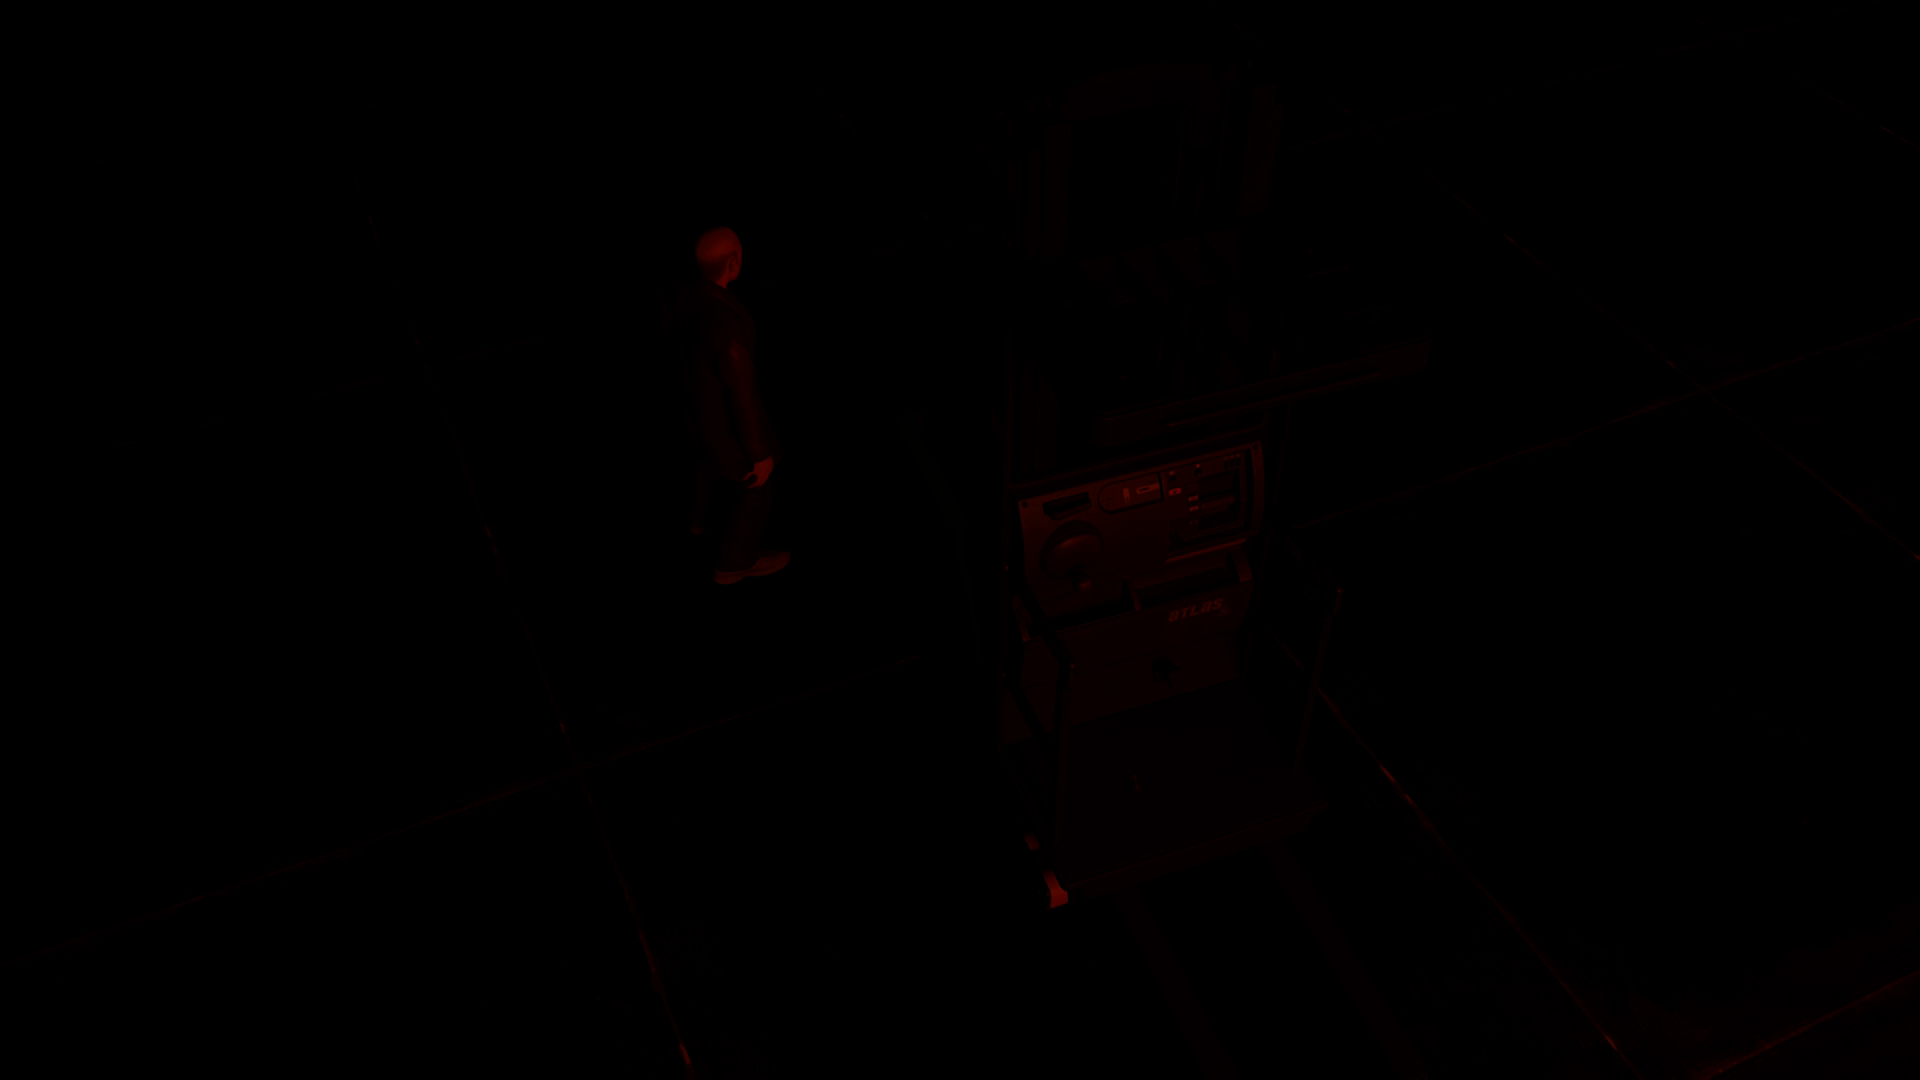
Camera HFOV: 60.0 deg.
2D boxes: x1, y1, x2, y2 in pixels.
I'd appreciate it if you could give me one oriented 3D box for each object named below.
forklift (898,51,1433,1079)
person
[{"bbox_3d":[0.718,0.003,5.677,1.130,2.935,3.031,-14,45,-15],"label":"forklift"},{"bbox_3d":[-1.001,-0.577,7.166,0.440,1.752,0.832,-28,50,-26],"label":"person"}]
